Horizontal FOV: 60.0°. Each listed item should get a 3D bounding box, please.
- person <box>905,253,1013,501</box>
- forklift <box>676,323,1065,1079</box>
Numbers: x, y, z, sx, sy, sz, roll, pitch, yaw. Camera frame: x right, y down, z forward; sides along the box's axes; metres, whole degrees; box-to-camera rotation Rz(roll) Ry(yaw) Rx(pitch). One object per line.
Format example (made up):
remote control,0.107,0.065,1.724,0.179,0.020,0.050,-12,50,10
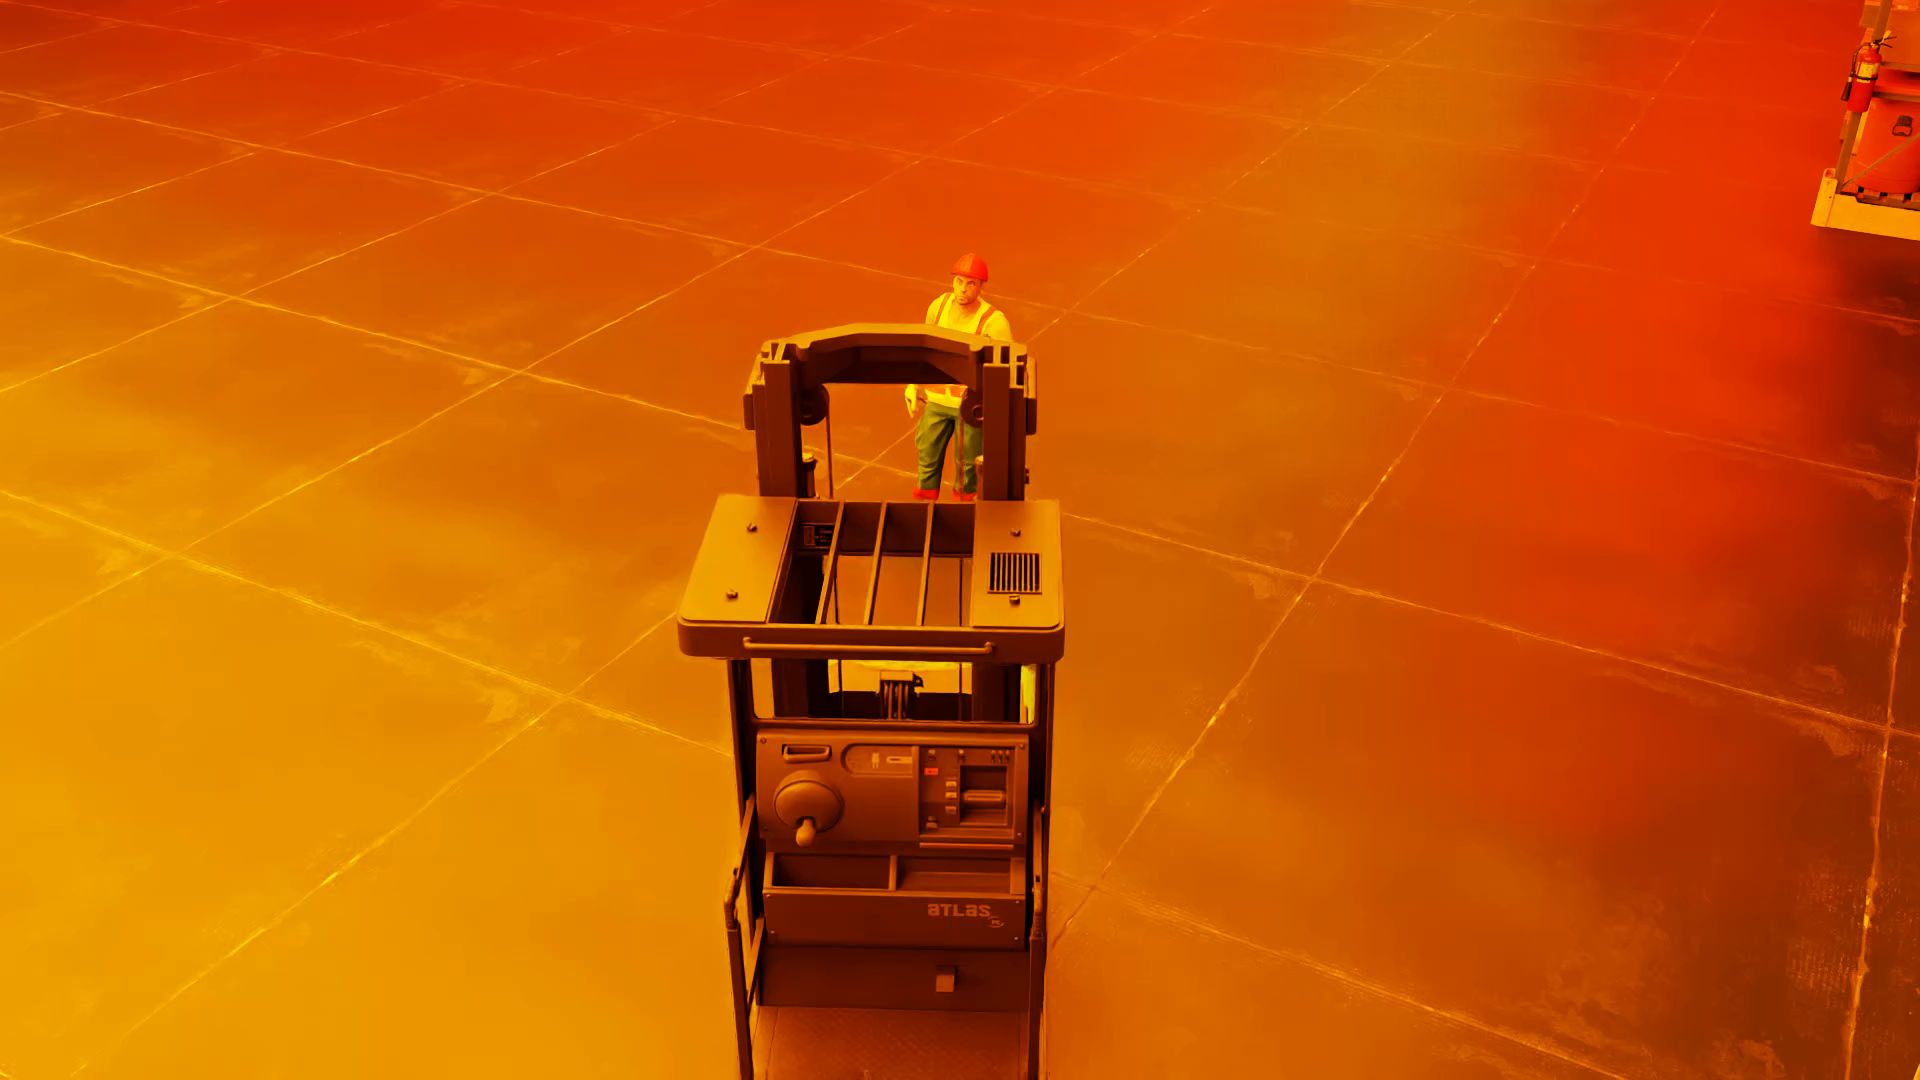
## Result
person,-0.048,-0.748,9.495,0.638,1.789,0.562,15,33,25
forklift,-0.236,0.902,5.507,1.130,2.935,3.031,1,30,2
